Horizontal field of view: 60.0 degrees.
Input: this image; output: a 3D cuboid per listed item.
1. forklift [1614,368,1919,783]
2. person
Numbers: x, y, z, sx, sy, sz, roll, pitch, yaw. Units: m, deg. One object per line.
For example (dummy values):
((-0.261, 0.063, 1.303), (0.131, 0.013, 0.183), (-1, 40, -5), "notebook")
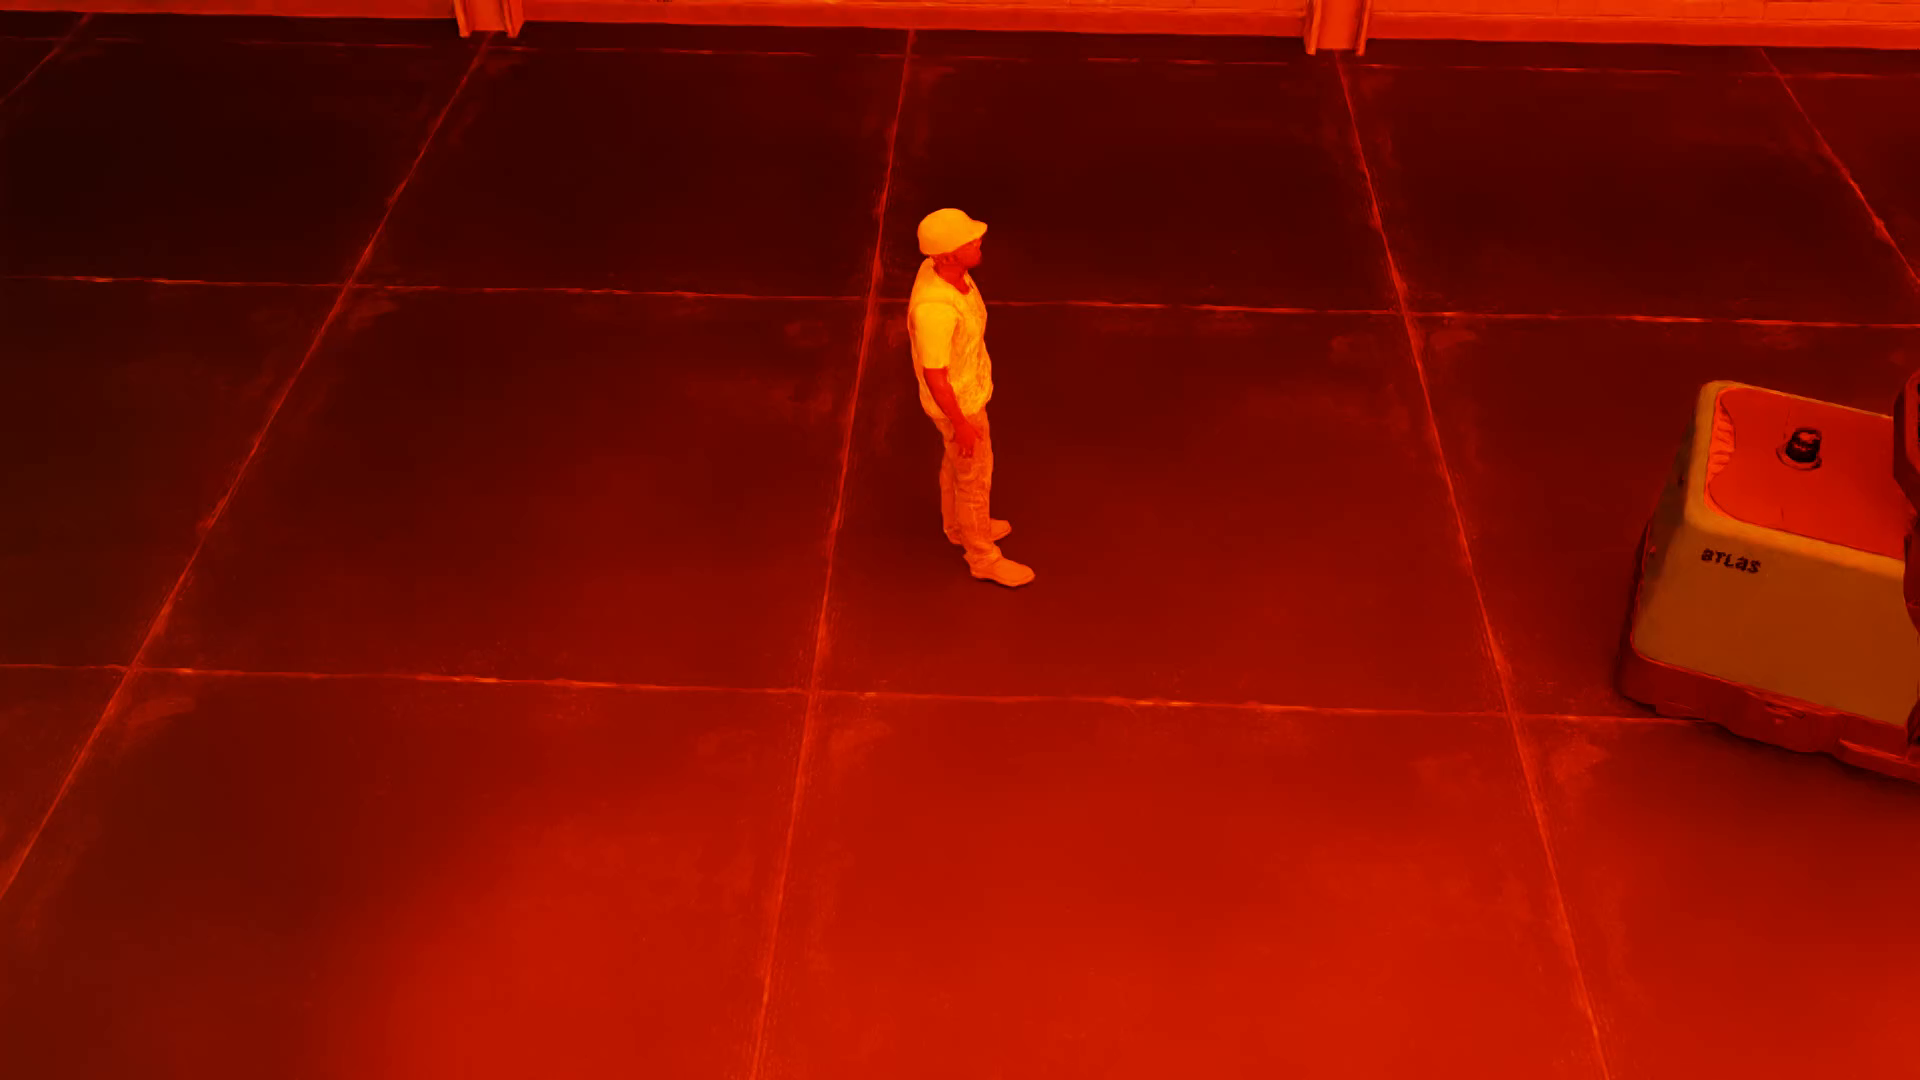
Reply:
((4.379, -0.309, 6.081), (3.031, 2.935, 1.130), (16, 45, 16), "forklift")
((0.069, -0.652, 7.310), (0.576, 1.766, 0.665), (2, 42, 2), "person")
